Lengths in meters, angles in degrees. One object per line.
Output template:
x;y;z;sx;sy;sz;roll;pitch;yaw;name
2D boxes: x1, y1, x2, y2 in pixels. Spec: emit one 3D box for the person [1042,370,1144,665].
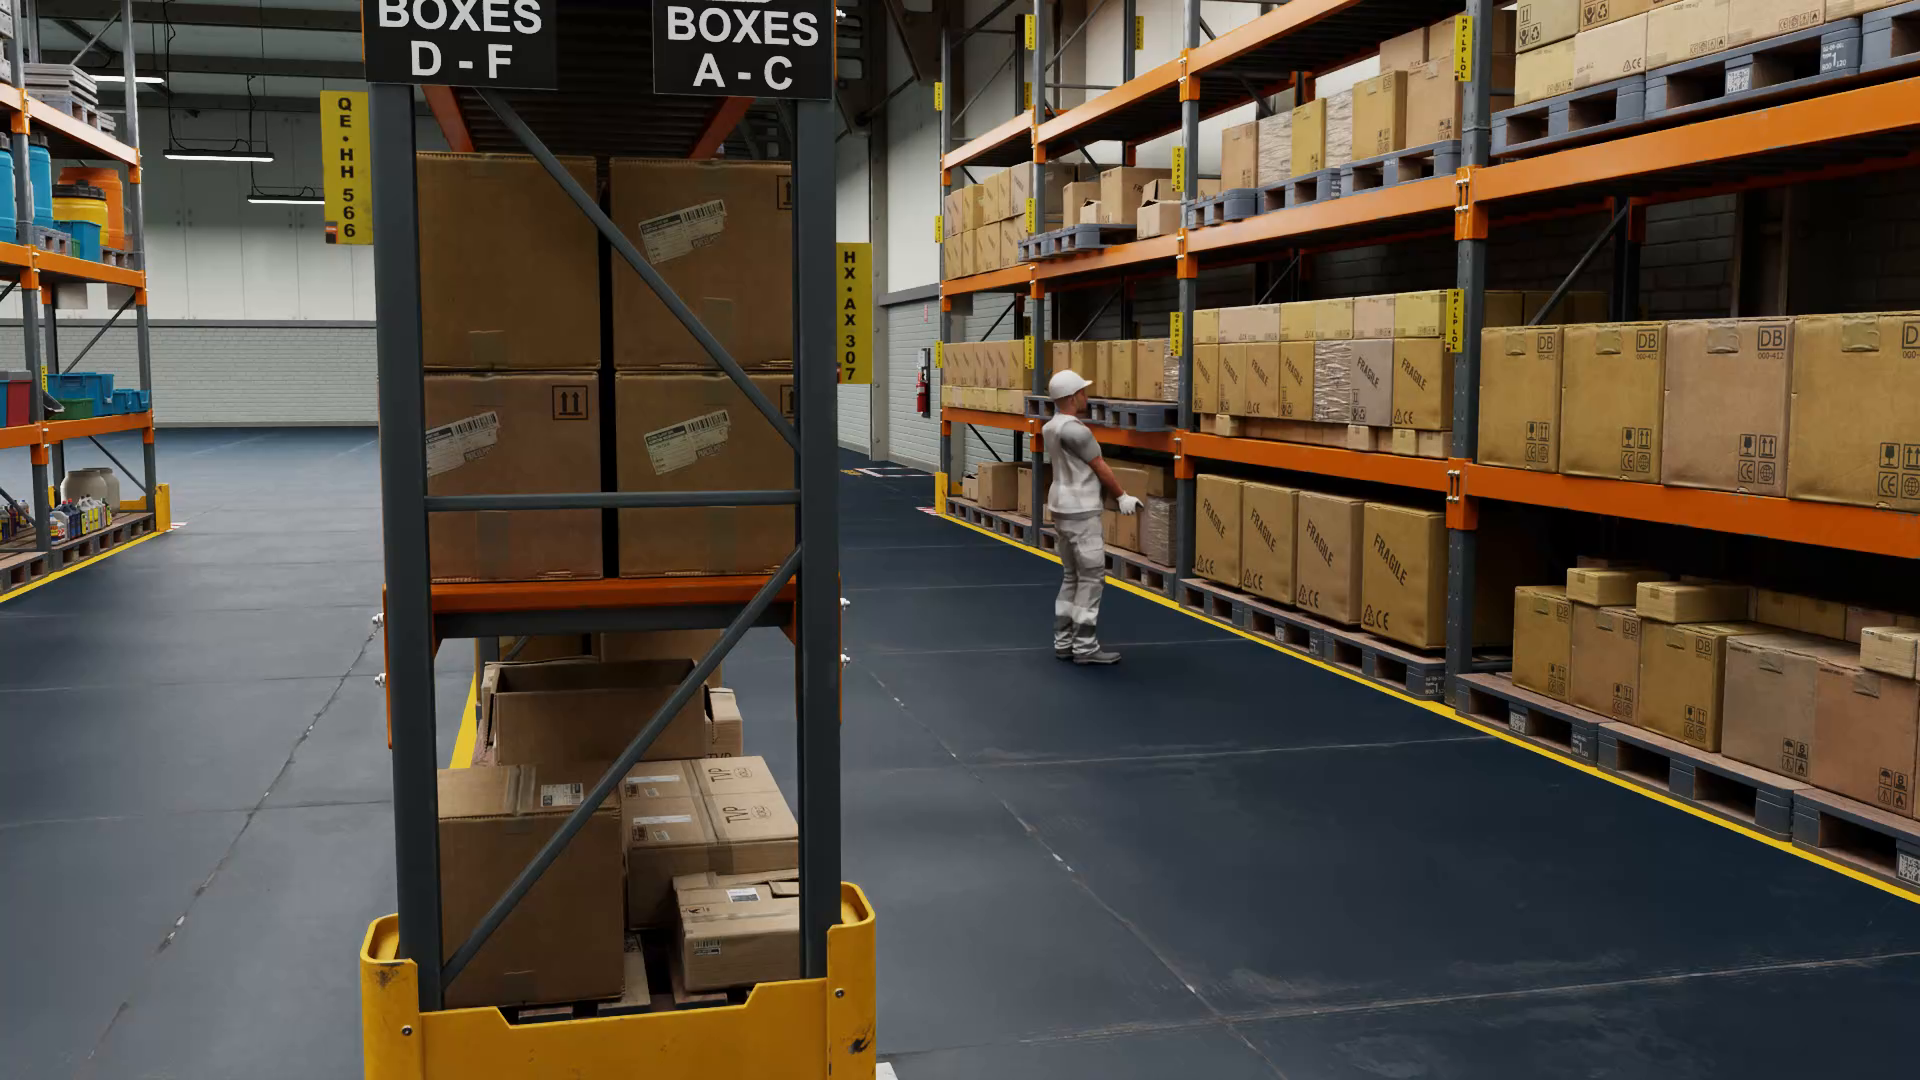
0.808;-0.144;10.174;0.561;1.782;0.494;-1;6;-13;person
